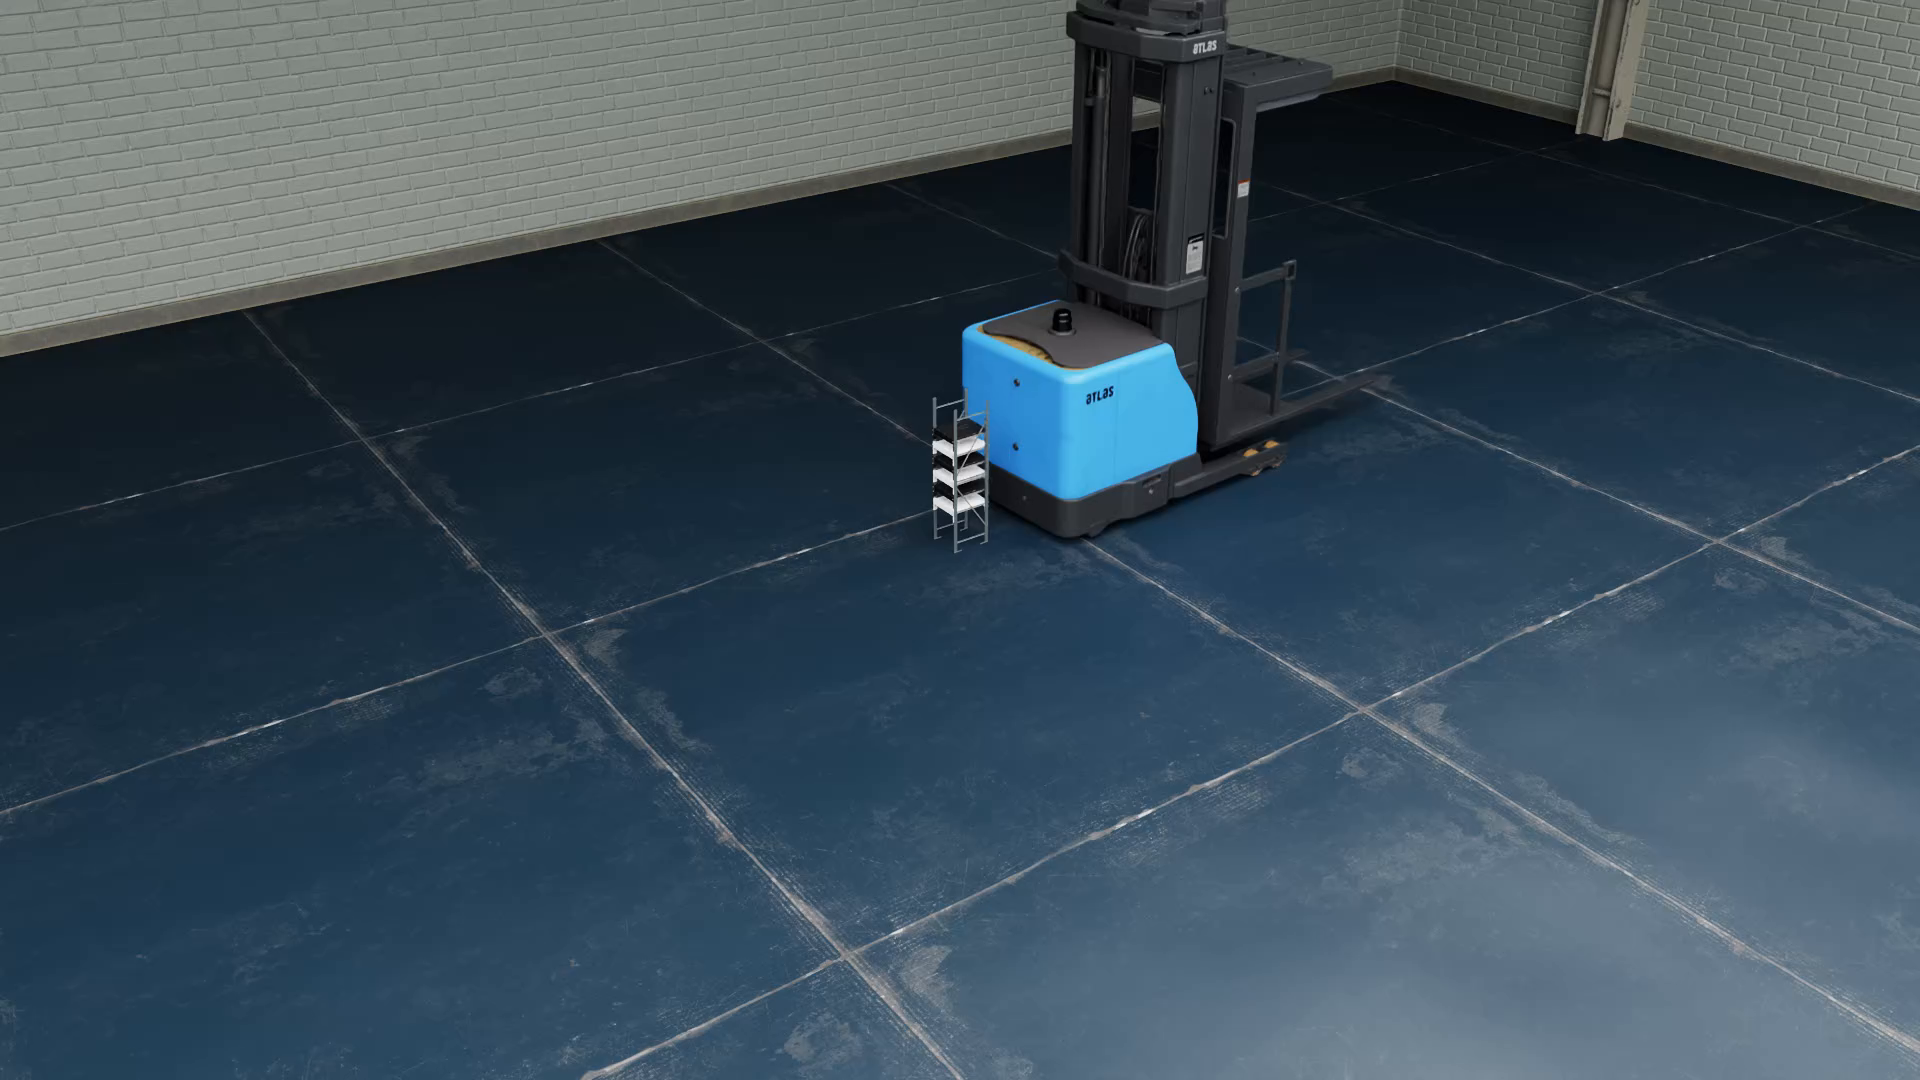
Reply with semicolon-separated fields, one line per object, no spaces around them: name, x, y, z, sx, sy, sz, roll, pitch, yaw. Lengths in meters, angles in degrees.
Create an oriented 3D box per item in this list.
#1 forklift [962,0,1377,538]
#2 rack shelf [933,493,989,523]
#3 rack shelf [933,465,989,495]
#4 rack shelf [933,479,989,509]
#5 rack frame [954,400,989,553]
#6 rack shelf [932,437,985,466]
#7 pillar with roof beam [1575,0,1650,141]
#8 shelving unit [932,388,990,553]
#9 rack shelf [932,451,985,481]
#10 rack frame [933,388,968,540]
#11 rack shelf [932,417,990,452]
forklift;1.459;-1.867;10.117;3.031;2.935;1.130;-21;35;-34
rack shelf;0.005;-0.205;9.631;0.258;0.077;0.200;-19;34;-31
rack shelf;0.005;-0.363;9.545;0.258;0.077;0.200;-19;34;-31
rack shelf;0.005;-0.284;9.588;0.258;0.077;0.200;-19;34;-31
rack frame;0.064;-0.353;9.457;0.240;0.900;0.006;-19;34;-31
rack shelf;0.005;-0.521;9.459;0.258;0.077;0.200;-19;34;-31
pillar with roof beam;3.294;-7.073;13.345;9.100;9.000;0.400;-19;34;-31
shelving unit;0.005;-0.392;9.529;0.258;0.900;0.210;-19;34;-31
rack shelf;0.005;-0.442;9.502;0.258;0.077;0.200;-19;34;-31
rack frame;-0.054;-0.432;9.602;0.240;0.900;0.006;-19;34;-31
rack shelf;0.005;-0.600;9.416;0.258;0.077;0.200;-19;34;-31
